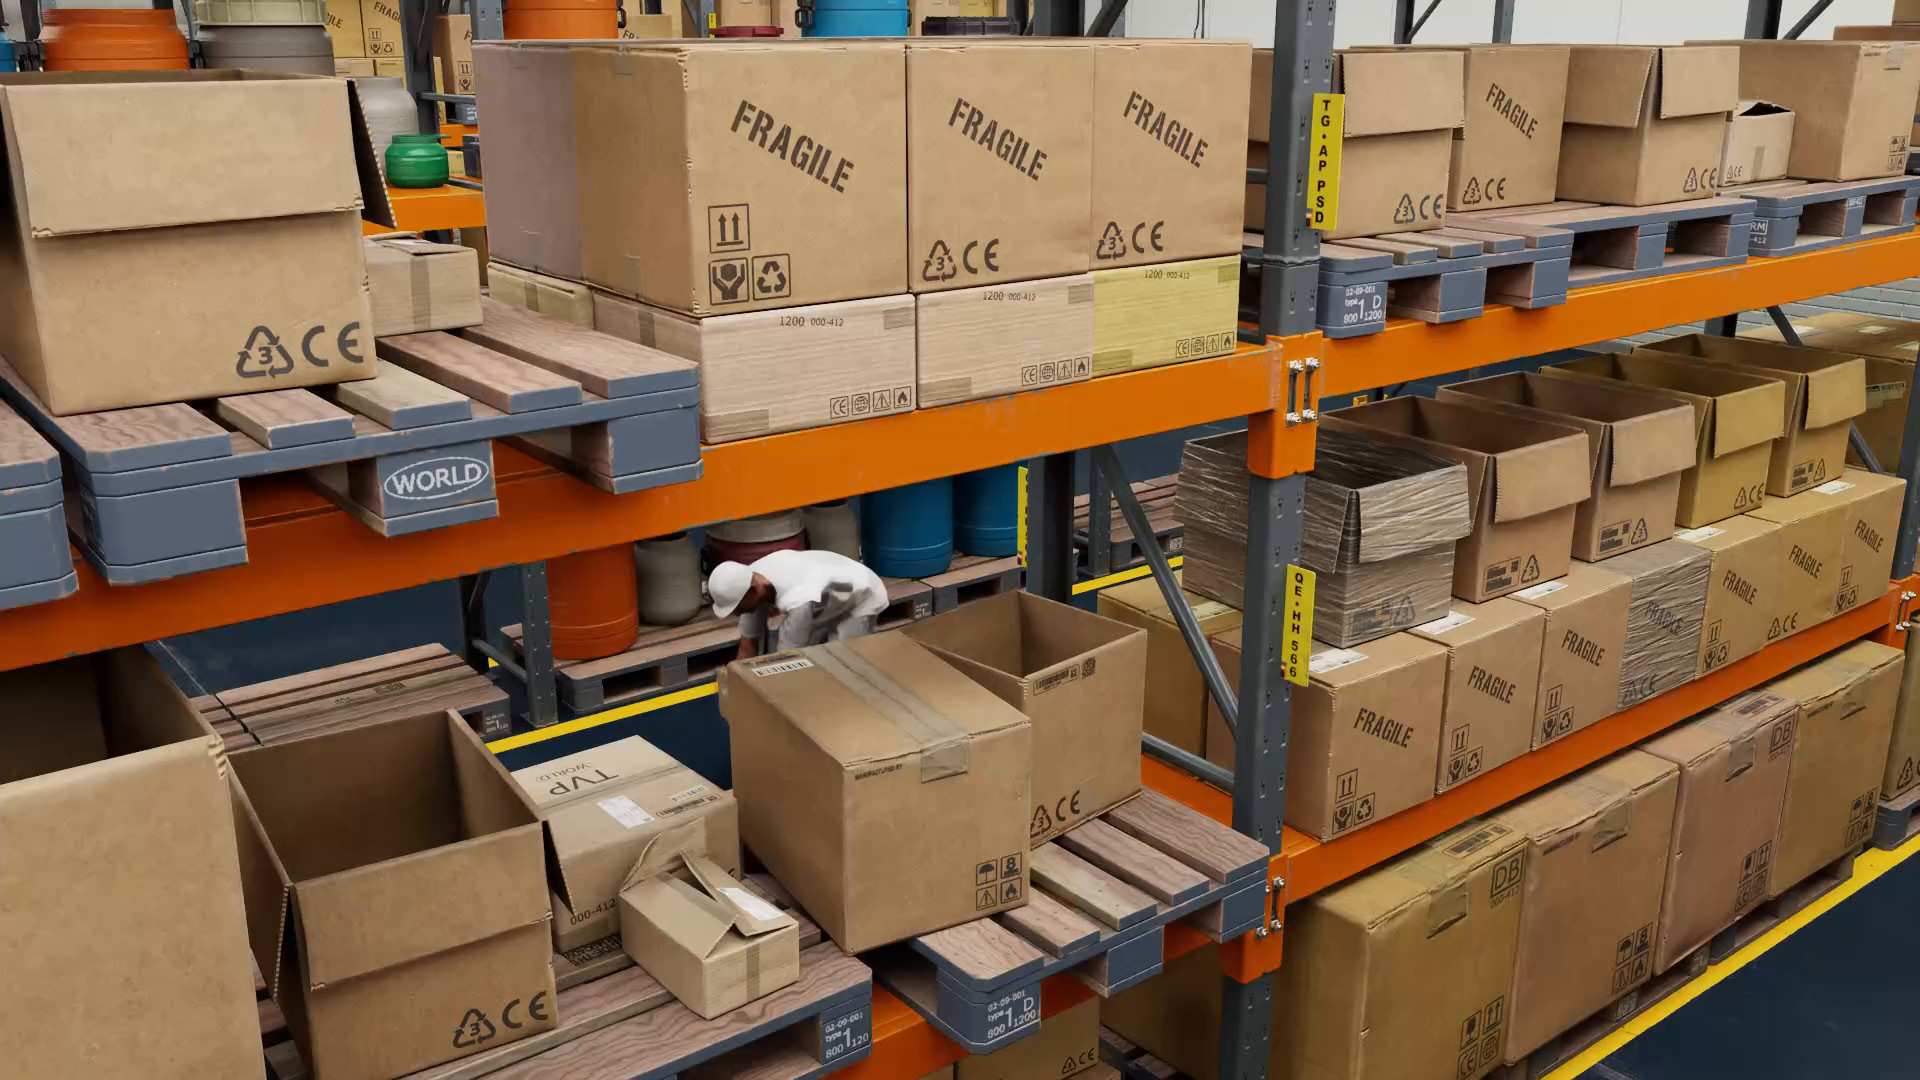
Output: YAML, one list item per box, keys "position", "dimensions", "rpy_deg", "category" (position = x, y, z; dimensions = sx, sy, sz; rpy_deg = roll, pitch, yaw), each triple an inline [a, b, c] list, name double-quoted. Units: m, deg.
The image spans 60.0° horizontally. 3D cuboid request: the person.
- position: [-0.787, 0.563, 8.104]
  dimensions: [0.963, 1.126, 0.519]
  rpy_deg: [-15, 23, -39]
  category: "person"
